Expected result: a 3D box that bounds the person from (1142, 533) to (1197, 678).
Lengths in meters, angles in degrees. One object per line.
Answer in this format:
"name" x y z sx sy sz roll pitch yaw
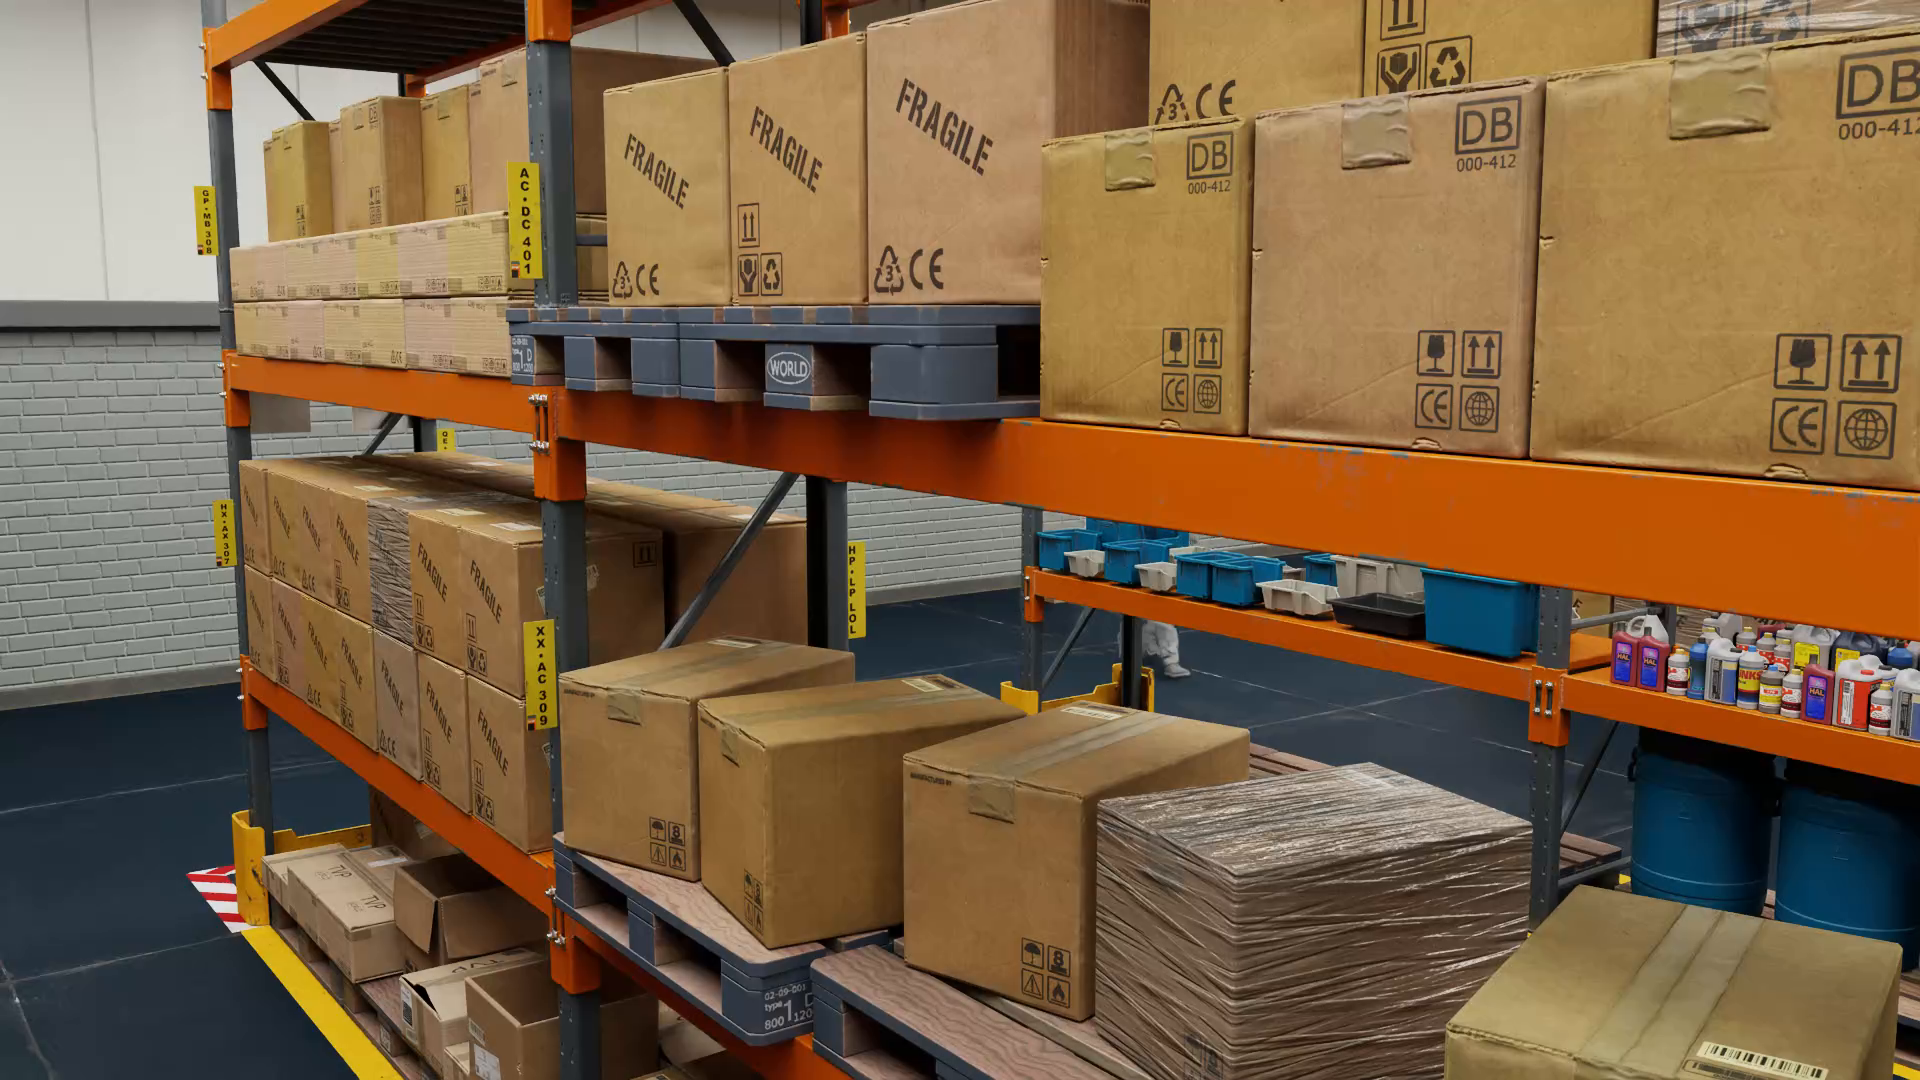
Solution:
"person" 1.735 0.233 13.944 0.533 1.726 1.040 -3 8 -24
